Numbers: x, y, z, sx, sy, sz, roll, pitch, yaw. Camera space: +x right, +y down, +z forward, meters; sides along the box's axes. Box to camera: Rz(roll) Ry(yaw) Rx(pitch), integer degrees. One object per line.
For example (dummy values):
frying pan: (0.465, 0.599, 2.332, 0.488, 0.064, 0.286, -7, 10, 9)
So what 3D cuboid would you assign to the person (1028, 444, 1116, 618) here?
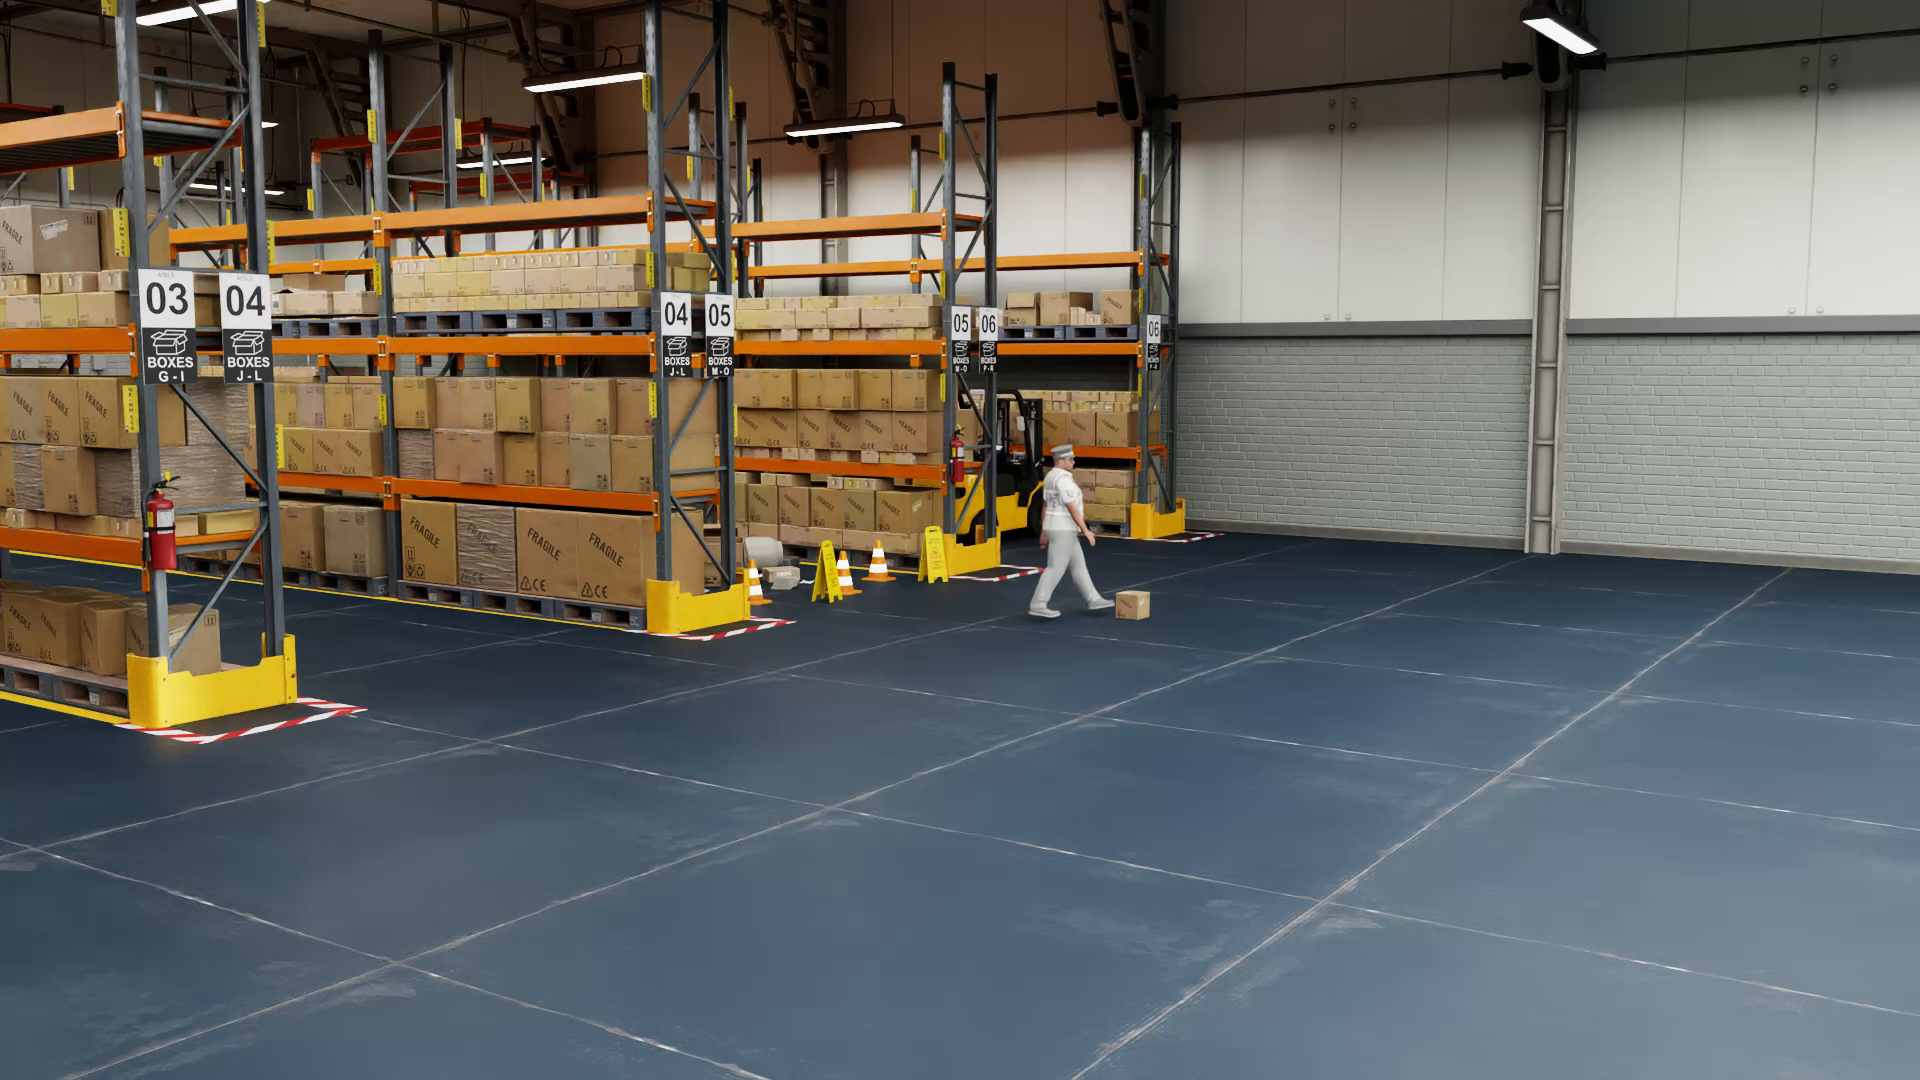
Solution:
person: (1.150, -0.101, 16.588, 0.999, 1.712, 0.570, -1, 6, -11)
